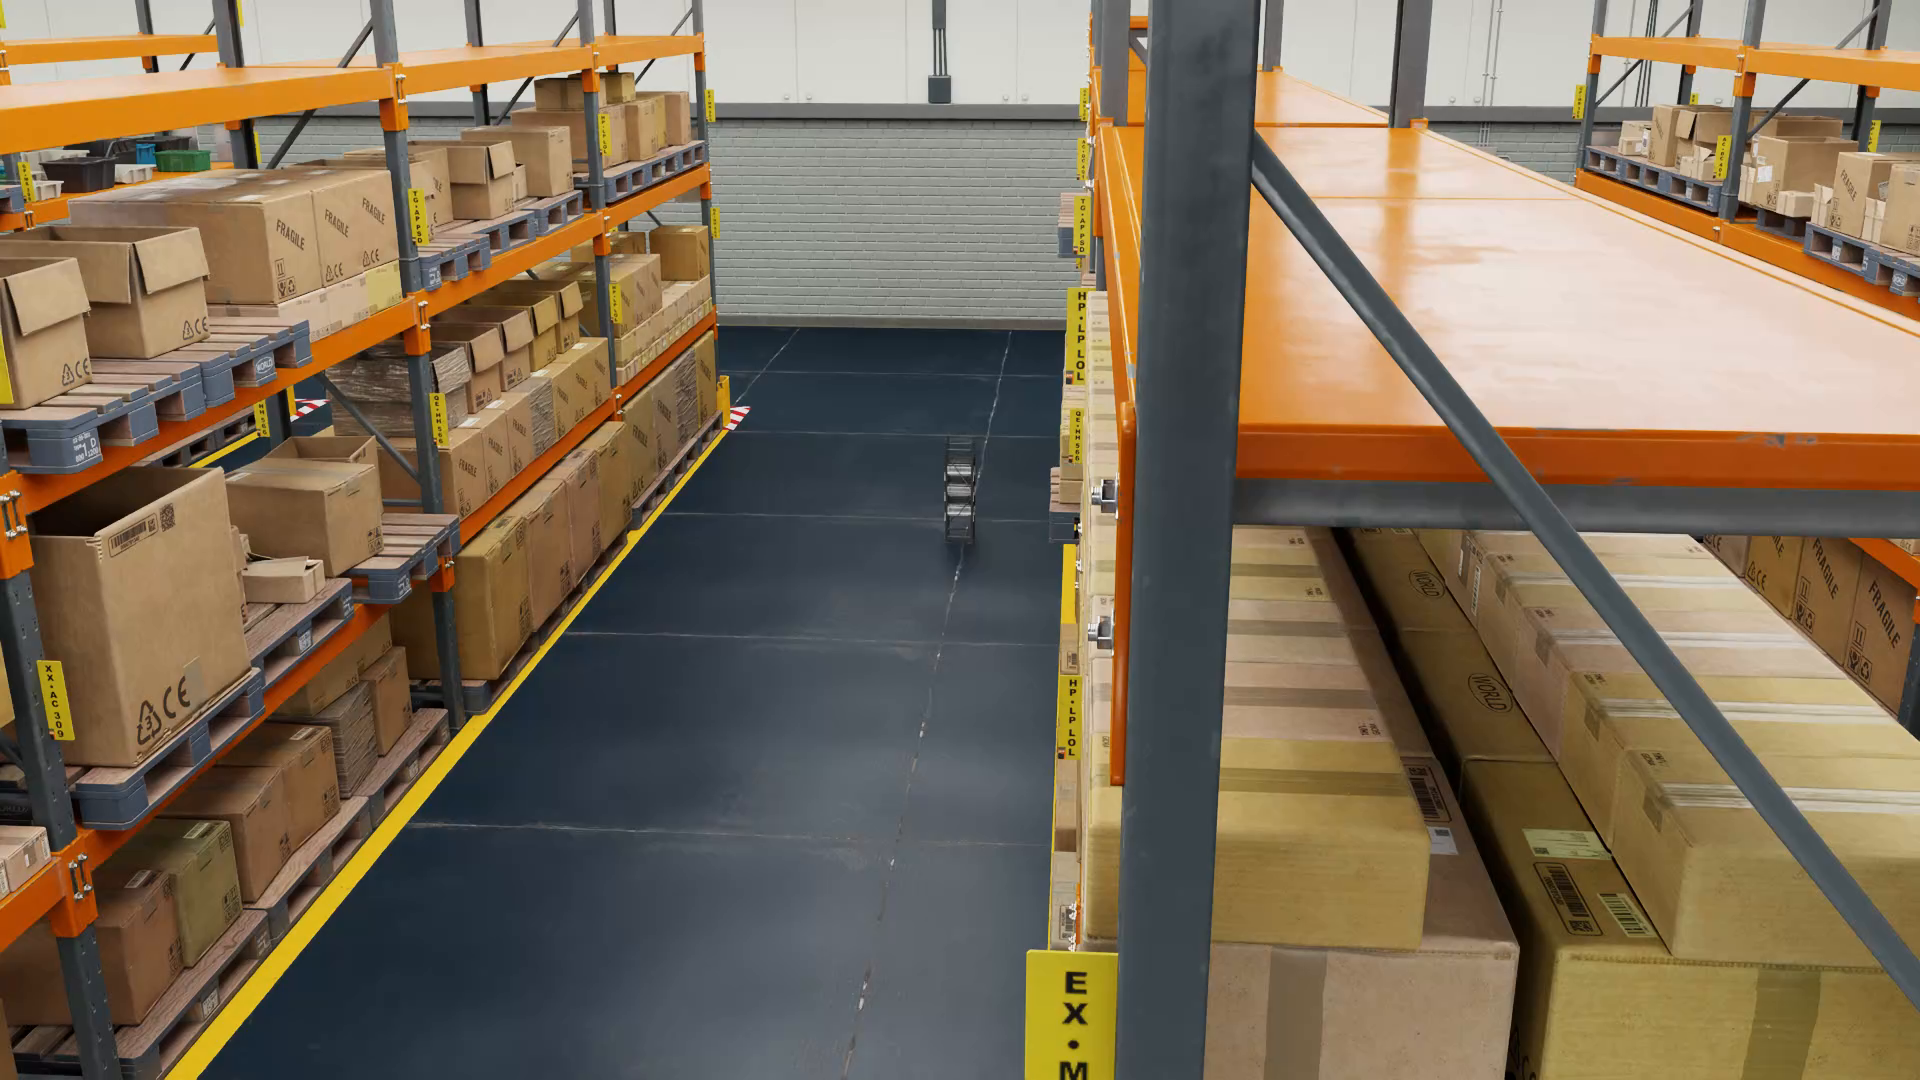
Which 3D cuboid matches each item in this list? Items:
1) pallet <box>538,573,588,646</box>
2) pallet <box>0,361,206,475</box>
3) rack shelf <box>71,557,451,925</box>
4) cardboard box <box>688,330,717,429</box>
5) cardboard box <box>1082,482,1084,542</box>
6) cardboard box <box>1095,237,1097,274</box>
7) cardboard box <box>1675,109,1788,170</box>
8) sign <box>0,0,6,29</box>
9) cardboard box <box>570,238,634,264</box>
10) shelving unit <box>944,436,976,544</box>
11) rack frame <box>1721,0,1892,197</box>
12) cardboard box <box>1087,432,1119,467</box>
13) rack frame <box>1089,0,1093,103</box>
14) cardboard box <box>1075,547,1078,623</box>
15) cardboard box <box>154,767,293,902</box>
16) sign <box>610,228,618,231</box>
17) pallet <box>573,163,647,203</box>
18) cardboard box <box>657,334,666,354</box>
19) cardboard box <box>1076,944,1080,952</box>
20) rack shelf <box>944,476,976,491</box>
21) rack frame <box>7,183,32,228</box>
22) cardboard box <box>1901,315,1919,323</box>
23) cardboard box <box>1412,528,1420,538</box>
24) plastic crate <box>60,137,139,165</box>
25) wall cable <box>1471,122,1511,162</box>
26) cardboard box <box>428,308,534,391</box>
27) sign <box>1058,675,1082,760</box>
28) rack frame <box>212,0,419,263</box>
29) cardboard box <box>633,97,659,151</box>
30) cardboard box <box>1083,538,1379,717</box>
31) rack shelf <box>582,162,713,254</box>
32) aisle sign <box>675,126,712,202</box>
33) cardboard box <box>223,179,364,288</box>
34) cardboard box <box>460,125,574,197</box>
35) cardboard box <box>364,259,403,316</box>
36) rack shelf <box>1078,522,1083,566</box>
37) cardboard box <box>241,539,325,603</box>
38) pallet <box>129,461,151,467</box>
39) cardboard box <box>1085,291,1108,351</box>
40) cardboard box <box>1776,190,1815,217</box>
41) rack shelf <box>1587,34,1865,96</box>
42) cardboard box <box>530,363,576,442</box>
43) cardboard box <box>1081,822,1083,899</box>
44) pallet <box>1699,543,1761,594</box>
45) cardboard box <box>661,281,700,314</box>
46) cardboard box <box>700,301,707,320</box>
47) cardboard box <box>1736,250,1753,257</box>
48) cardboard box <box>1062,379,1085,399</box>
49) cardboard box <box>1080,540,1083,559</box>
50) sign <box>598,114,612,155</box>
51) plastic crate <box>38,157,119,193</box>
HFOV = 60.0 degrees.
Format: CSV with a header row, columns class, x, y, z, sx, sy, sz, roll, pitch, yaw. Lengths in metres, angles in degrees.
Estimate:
class,x,y,z,sx,sy,sz,roll,pitch,yaw
pallet,-3.487,0.477,12.630,1.003,0.211,1.213,1,18,4
pallet,-3.845,-0.511,6.649,1.213,0.211,1.003,1,18,4
rack shelf,-3.852,0.735,8.516,1.077,0.370,4.000,1,18,4
cardboard box,-3.101,-1.701,17.536,0.875,0.875,0.875,1,18,4
cardboard box,0.525,-0.055,4.525,0.380,0.149,0.250,1,18,3
cardboard box,0.960,-1.496,8.661,0.500,0.311,0.500,1,18,4
cardboard box,6.527,-3.390,14.133,0.797,0.503,0.637,3,18,8
sign,-7.813,-4.319,13.488,0.100,0.325,0.005,1,18,4
cardboard box,-3.506,-2.679,16.341,0.500,0.500,0.500,1,18,2
shelving unit,0.001,-0.430,14.291,0.258,0.900,0.210,1,18,4
rack frame,6.463,-4.099,12.482,1.000,3.000,0.127,1,18,4
cardboard box,0.453,-0.119,3.439,0.380,0.149,0.250,1,18,4
rack frame,1.805,-5.421,16.515,1.000,3.000,0.127,1,18,4
cardboard box,1.081,0.367,11.826,0.500,0.500,0.500,0,18,1
cardboard box,-3.837,1.482,8.391,0.700,0.500,0.500,0,18,-1
sign,-3.688,-3.175,17.779,0.100,0.325,0.005,1,18,4
pallet,-3.353,-3.107,14.413,1.003,0.211,1.213,1,18,4
cardboard box,-2.976,-1.837,15.617,0.380,0.149,0.250,1,18,5
cardboard box,0.757,1.537,4.675,0.875,0.550,0.550,1,18,4
rack shelf,0.001,-0.484,14.273,0.258,0.077,0.200,1,18,4
rack frame,-8.362,-1.580,14.429,1.000,3.000,0.127,1,18,4
cardboard box,6.596,-1.309,11.834,0.500,0.500,0.500,2,18,6
cardboard box,1.110,-0.104,3.393,0.380,0.149,0.250,2,18,5
plastic crate,-8.459,-3.750,16.334,0.504,0.338,0.767,1,18,4
wall cable,7.130,-4.740,22.391,0.585,1.953,0.123,1,18,4
cardboard box,-3.549,-1.389,12.074,0.797,0.503,0.637,2,18,6
sign,0.403,0.635,5.935,0.100,0.325,0.005,1,18,4
rack frame,-3.708,-3.078,9.366,1.000,3.000,0.127,1,18,4
cardboard box,-3.268,-3.936,15.804,0.700,0.500,0.500,0,18,0
cardboard box,0.488,0.187,3.146,0.500,0.250,0.500,1,18,4
rack shelf,-3.278,-3.175,15.632,1.077,0.370,4.000,1,18,4
aisle sign,-2.831,-3.963,17.526,0.394,0.787,0.004,1,18,4
cardboard box,-3.519,-1.625,8.784,0.500,0.500,0.500,1,18,4
cardboard box,-3.453,-2.962,12.993,0.700,0.500,0.500,2,18,5
cardboard box,-3.498,-1.429,9.389,0.500,0.250,0.500,1,18,4
rack shelf,1.088,-0.548,7.616,1.077,0.370,4.000,1,18,4
cardboard box,-3.559,0.161,8.657,0.396,0.266,0.258,1,18,2
pallet,-8.348,-0.485,15.563,1.003,0.211,1.213,1,18,4
cardboard box,0.580,-0.670,5.120,0.380,0.149,0.250,1,18,4
cardboard box,6.023,-2.377,11.745,0.380,0.166,0.250,0,18,0
rack shelf,6.606,-4.189,14.552,1.077,0.370,4.000,1,18,4
cardboard box,-3.256,-1.050,12.650,0.500,0.500,0.500,1,18,3
cardboard box,0.399,0.499,2.835,0.380,0.149,0.250,1,18,4
pallet,6.483,0.318,13.114,1.003,0.211,1.213,1,18,4
cardboard box,-2.942,-2.468,16.902,0.500,0.250,0.500,1,18,3
cardboard box,-2.849,-2.394,17.316,0.380,0.149,0.250,1,18,4
cardboard box,6.723,-2.332,13.915,0.380,0.149,0.250,1,18,3
cardboard box,0.904,-1.012,11.469,0.380,0.149,0.250,2,18,7
cardboard box,0.860,0.315,8.484,0.500,0.500,0.500,1,18,4
sign,-2.880,-3.281,13.467,0.100,0.325,0.005,1,18,4
plastic crate,-7.999,-3.323,15.141,0.497,0.269,0.590,1,18,4
